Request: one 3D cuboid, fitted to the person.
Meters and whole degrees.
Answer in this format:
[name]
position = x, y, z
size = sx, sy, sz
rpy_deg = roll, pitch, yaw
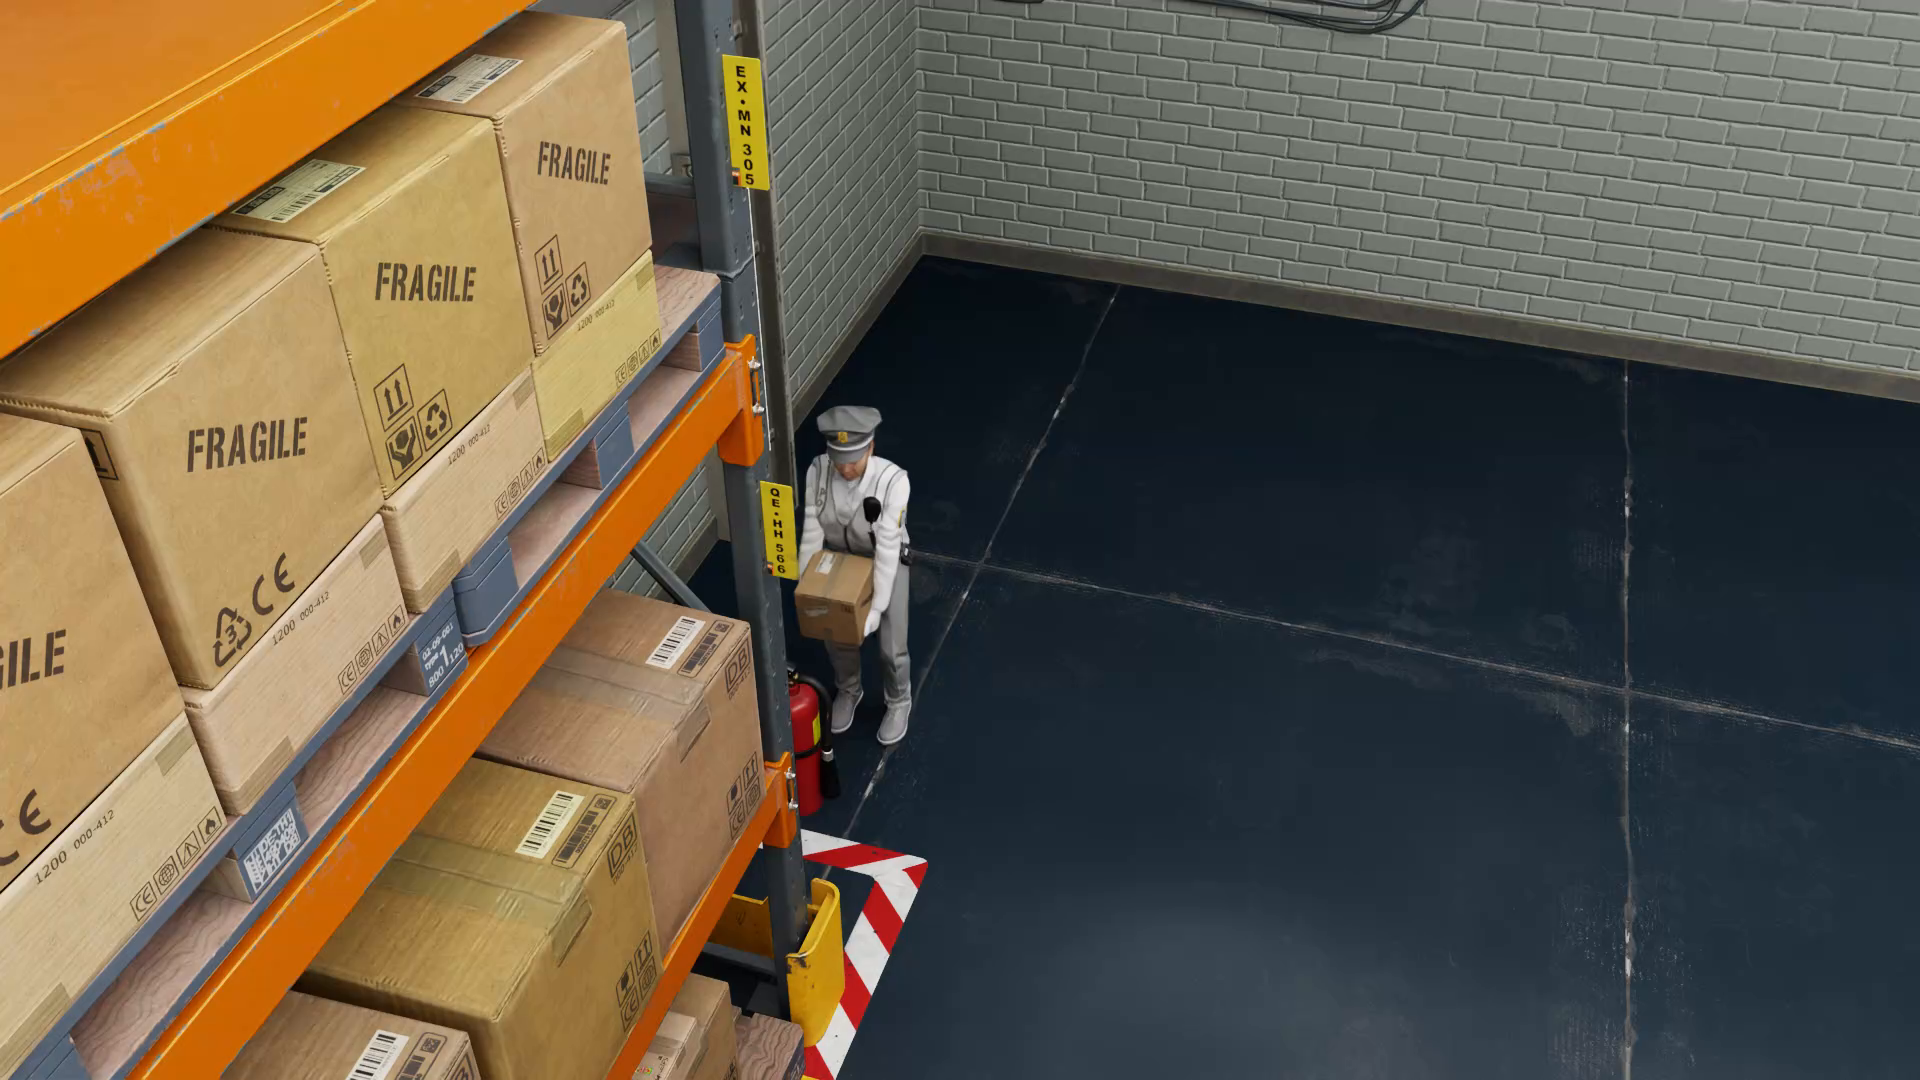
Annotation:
[person]
position = -0.405, 0.169, 6.690
size = 0.415, 1.647, 0.552
rpy_deg = 10, 38, 13
